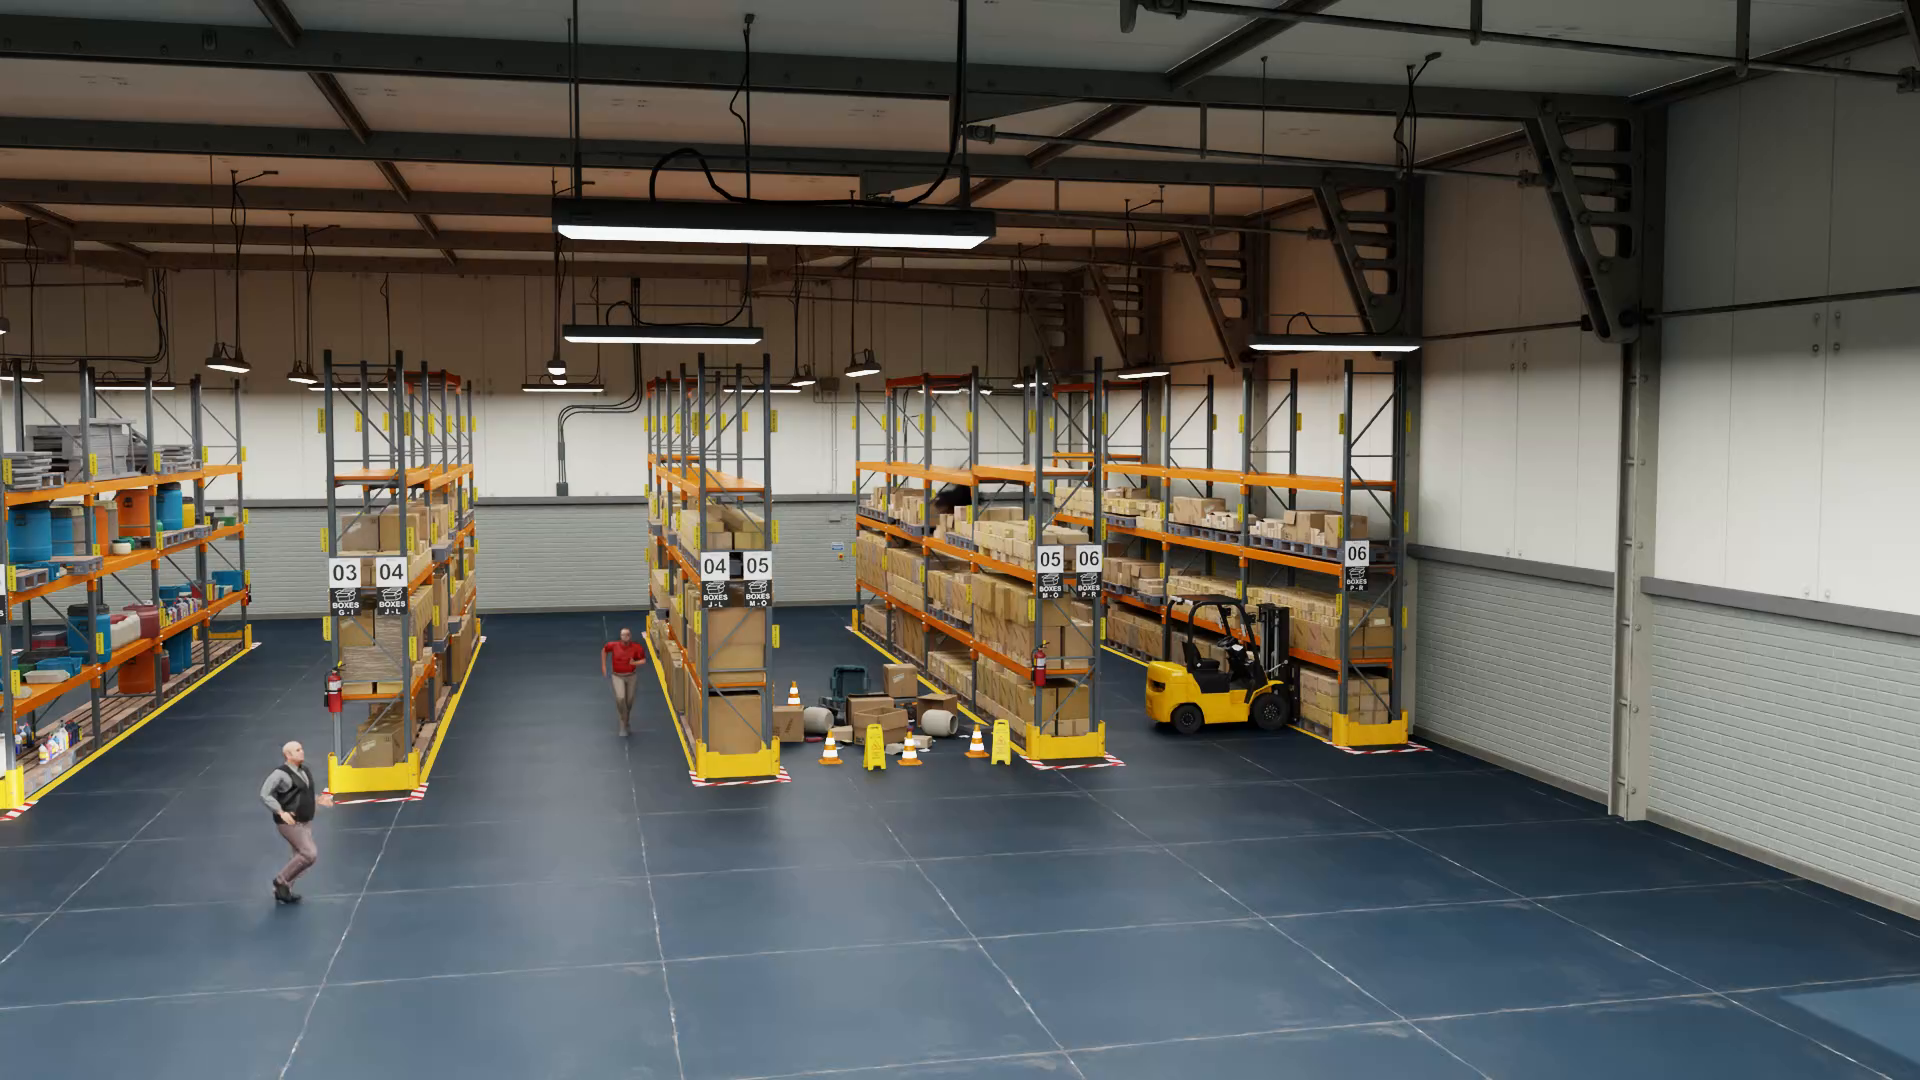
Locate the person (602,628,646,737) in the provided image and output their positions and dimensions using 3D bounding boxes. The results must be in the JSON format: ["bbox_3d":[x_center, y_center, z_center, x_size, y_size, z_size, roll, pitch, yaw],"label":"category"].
[{"bbox_3d":[-5.427,2.290,26.892,0.686,1.773,0.873,-1,4,-15],"label":"person"}]

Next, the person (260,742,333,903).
[{"bbox_3d":[-6.901,2.943,17.357,0.624,1.677,0.634,1,4,9],"label":"person"}]
